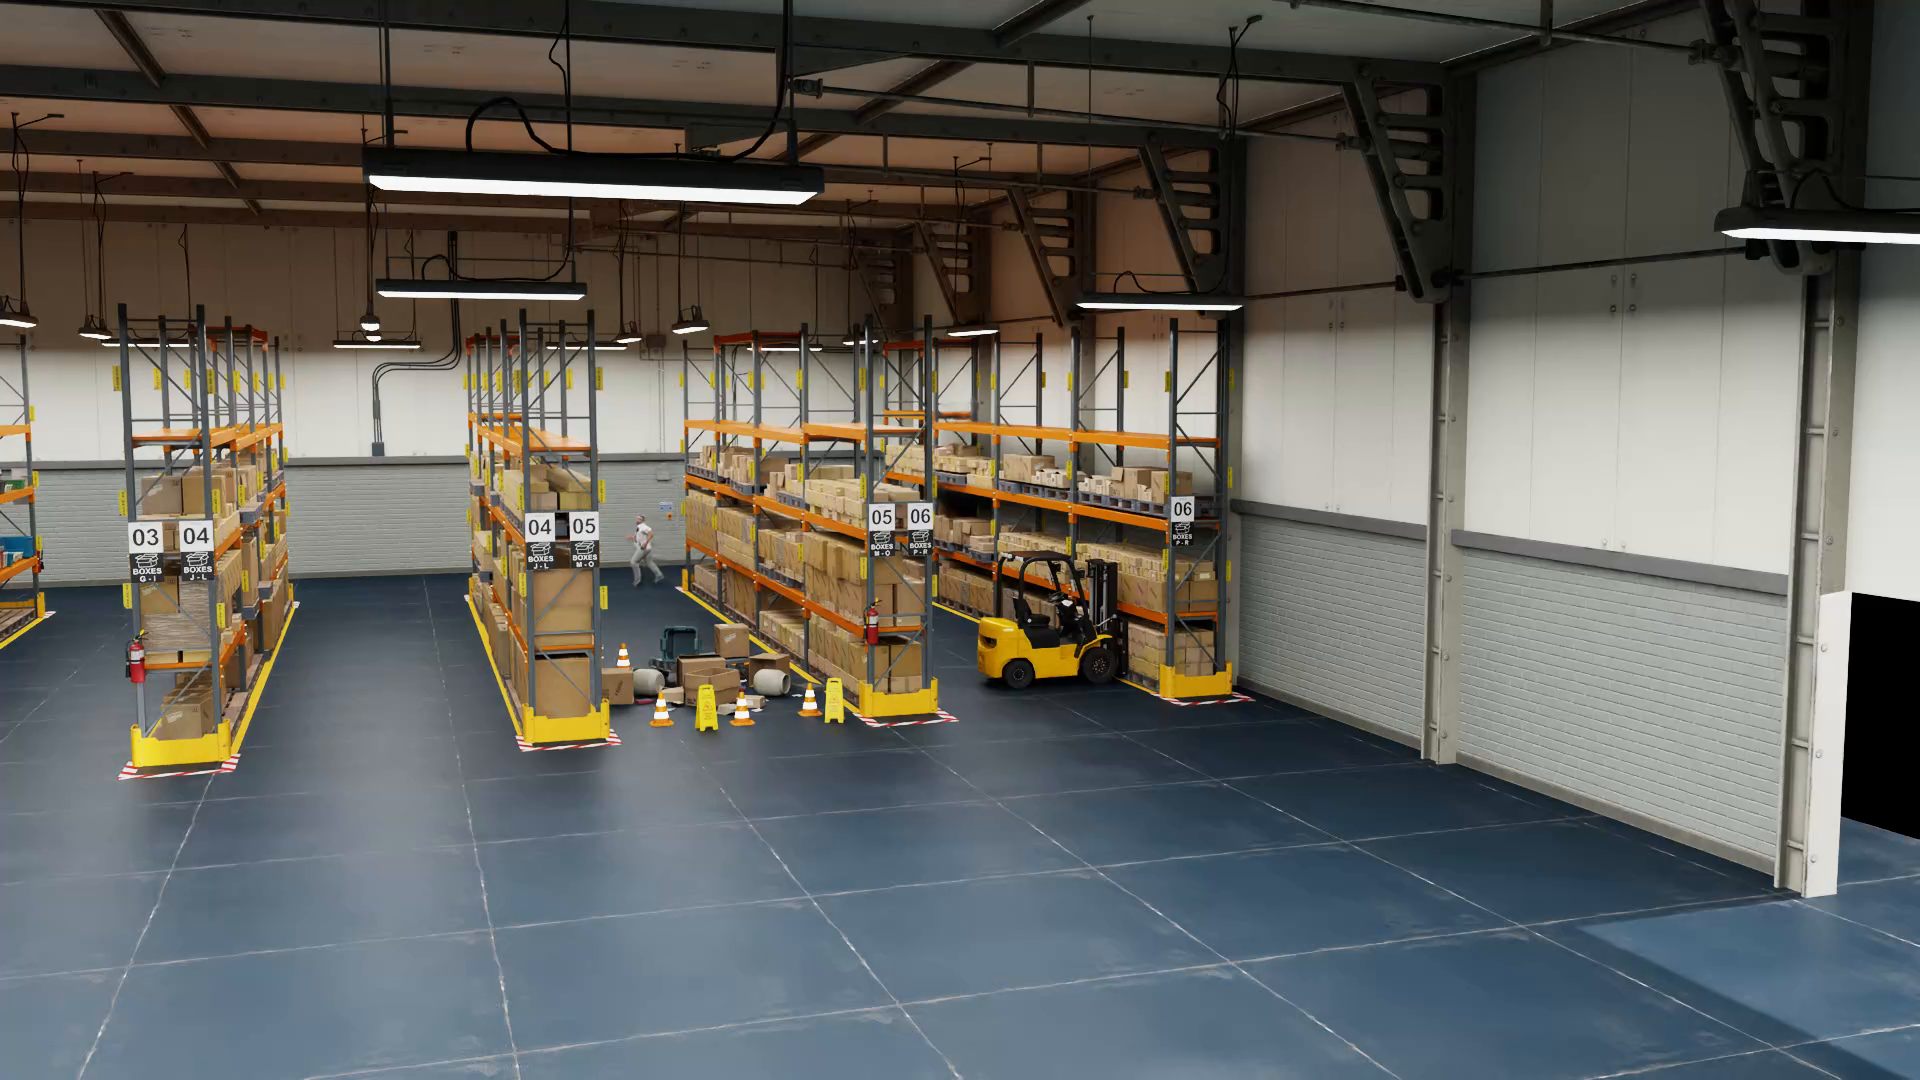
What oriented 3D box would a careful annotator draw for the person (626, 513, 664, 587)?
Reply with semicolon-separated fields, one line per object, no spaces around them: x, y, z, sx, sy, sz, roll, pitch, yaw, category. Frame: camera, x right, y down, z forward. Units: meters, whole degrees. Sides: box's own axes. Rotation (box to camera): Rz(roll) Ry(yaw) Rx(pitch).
-7.756;0.252;40.906;0.922;1.844;0.674;-1;5;-8;person
